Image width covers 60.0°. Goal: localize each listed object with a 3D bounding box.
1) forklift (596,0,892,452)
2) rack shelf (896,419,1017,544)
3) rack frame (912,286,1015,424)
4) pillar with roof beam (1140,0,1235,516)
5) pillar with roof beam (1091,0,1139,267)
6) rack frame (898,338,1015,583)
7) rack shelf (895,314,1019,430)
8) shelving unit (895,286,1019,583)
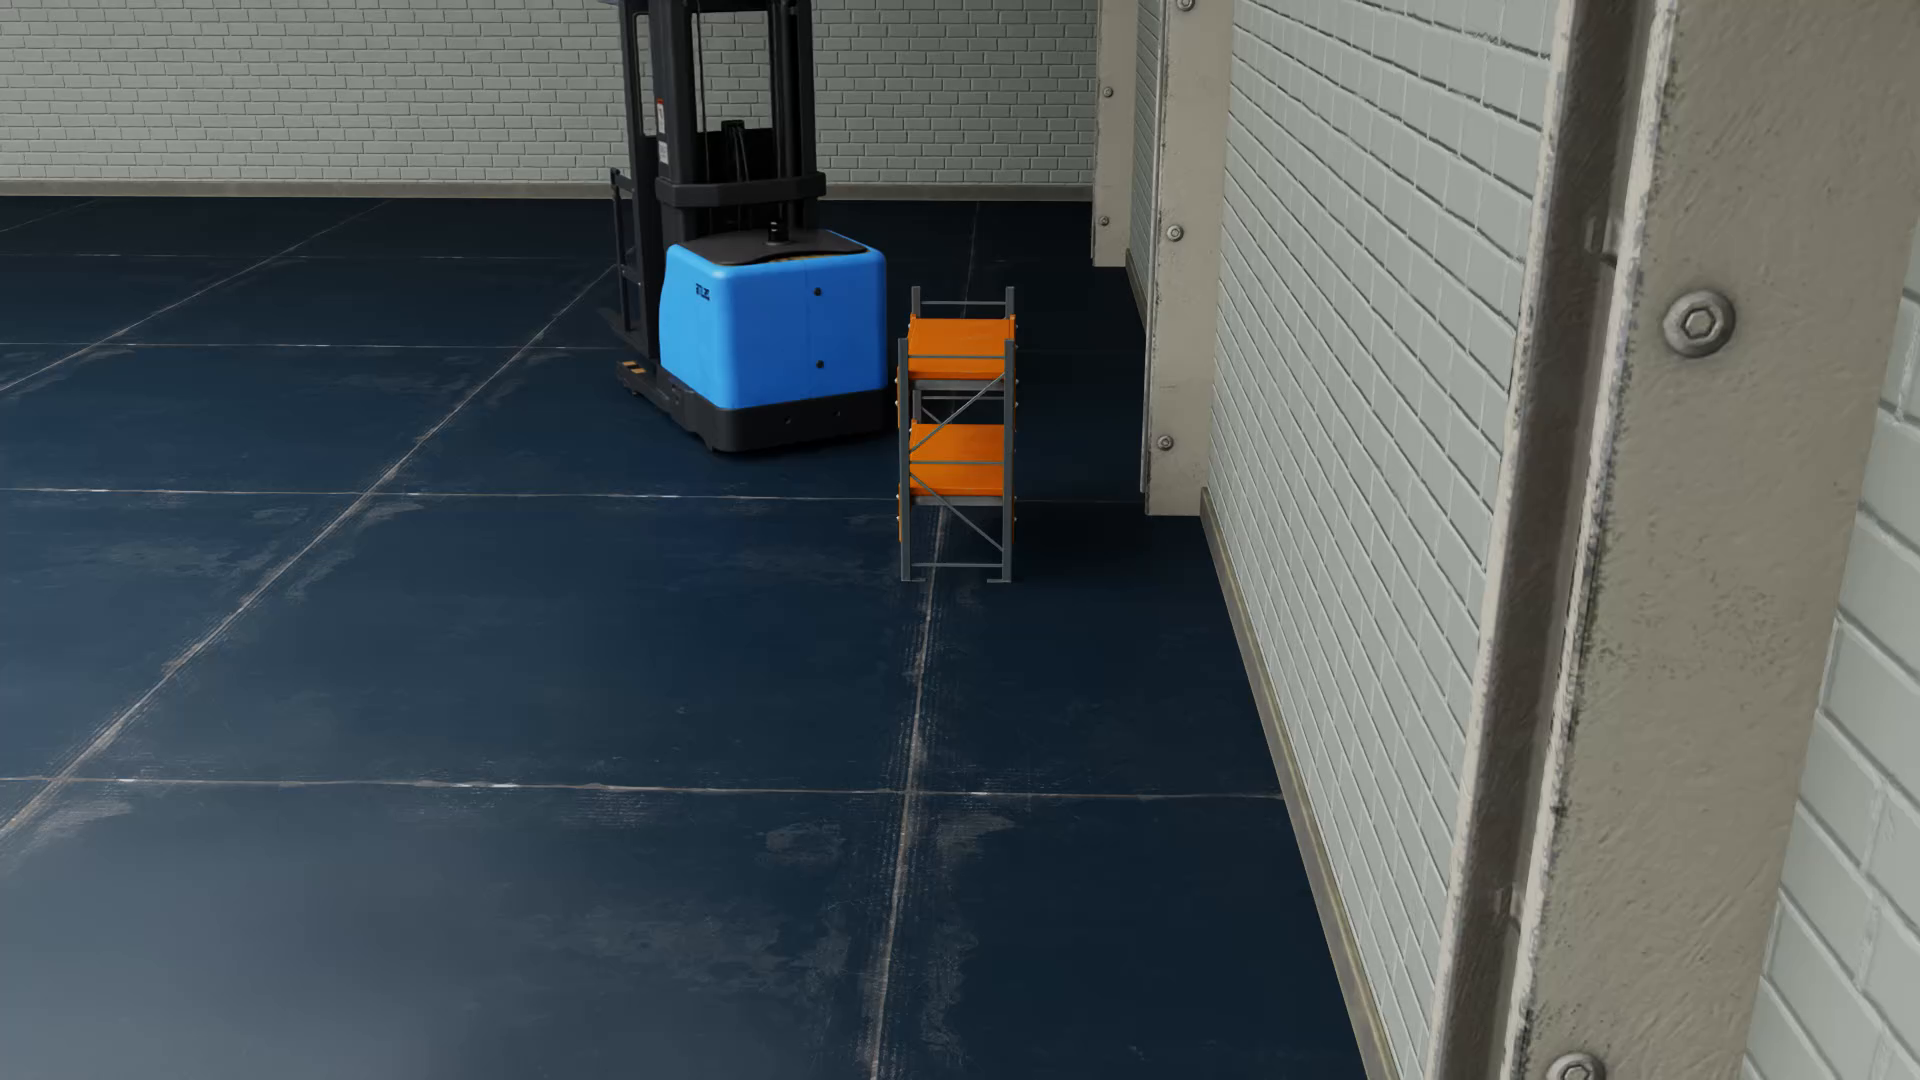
[{"bbox_3d":[-1.523,-2.337,10.000,1.130,2.935,3.031,-11,24,-26],"label":"forklift"},{"bbox_3d":[0.000,-0.294,7.908,0.538,0.278,1.000,1,21,2],"label":"rack shelf"},{"bbox_3d":[0.015,-0.706,8.293,0.500,1.125,0.032,1,21,2],"label":"rack frame"},{"bbox_3d":[-3.211,-4.438,7.028,9.100,9.000,0.400,1,21,2],"label":"pillar with roof beam"},{"bbox_3d":[-3.028,-6.608,12.619,9.100,9.000,0.400,1,21,2],"label":"pillar with roof beam"},{"bbox_3d":[-0.016,-0.338,7.345,0.500,1.125,0.032,1,21,2],"label":"rack frame"},{"bbox_3d":[0.000,-0.795,7.713,0.538,0.278,1.000,1,21,2],"label":"rack shelf"},{"bbox_3d":[0.000,-0.522,7.819,0.538,1.125,1.048,1,21,2],"label":"shelving unit"}]
